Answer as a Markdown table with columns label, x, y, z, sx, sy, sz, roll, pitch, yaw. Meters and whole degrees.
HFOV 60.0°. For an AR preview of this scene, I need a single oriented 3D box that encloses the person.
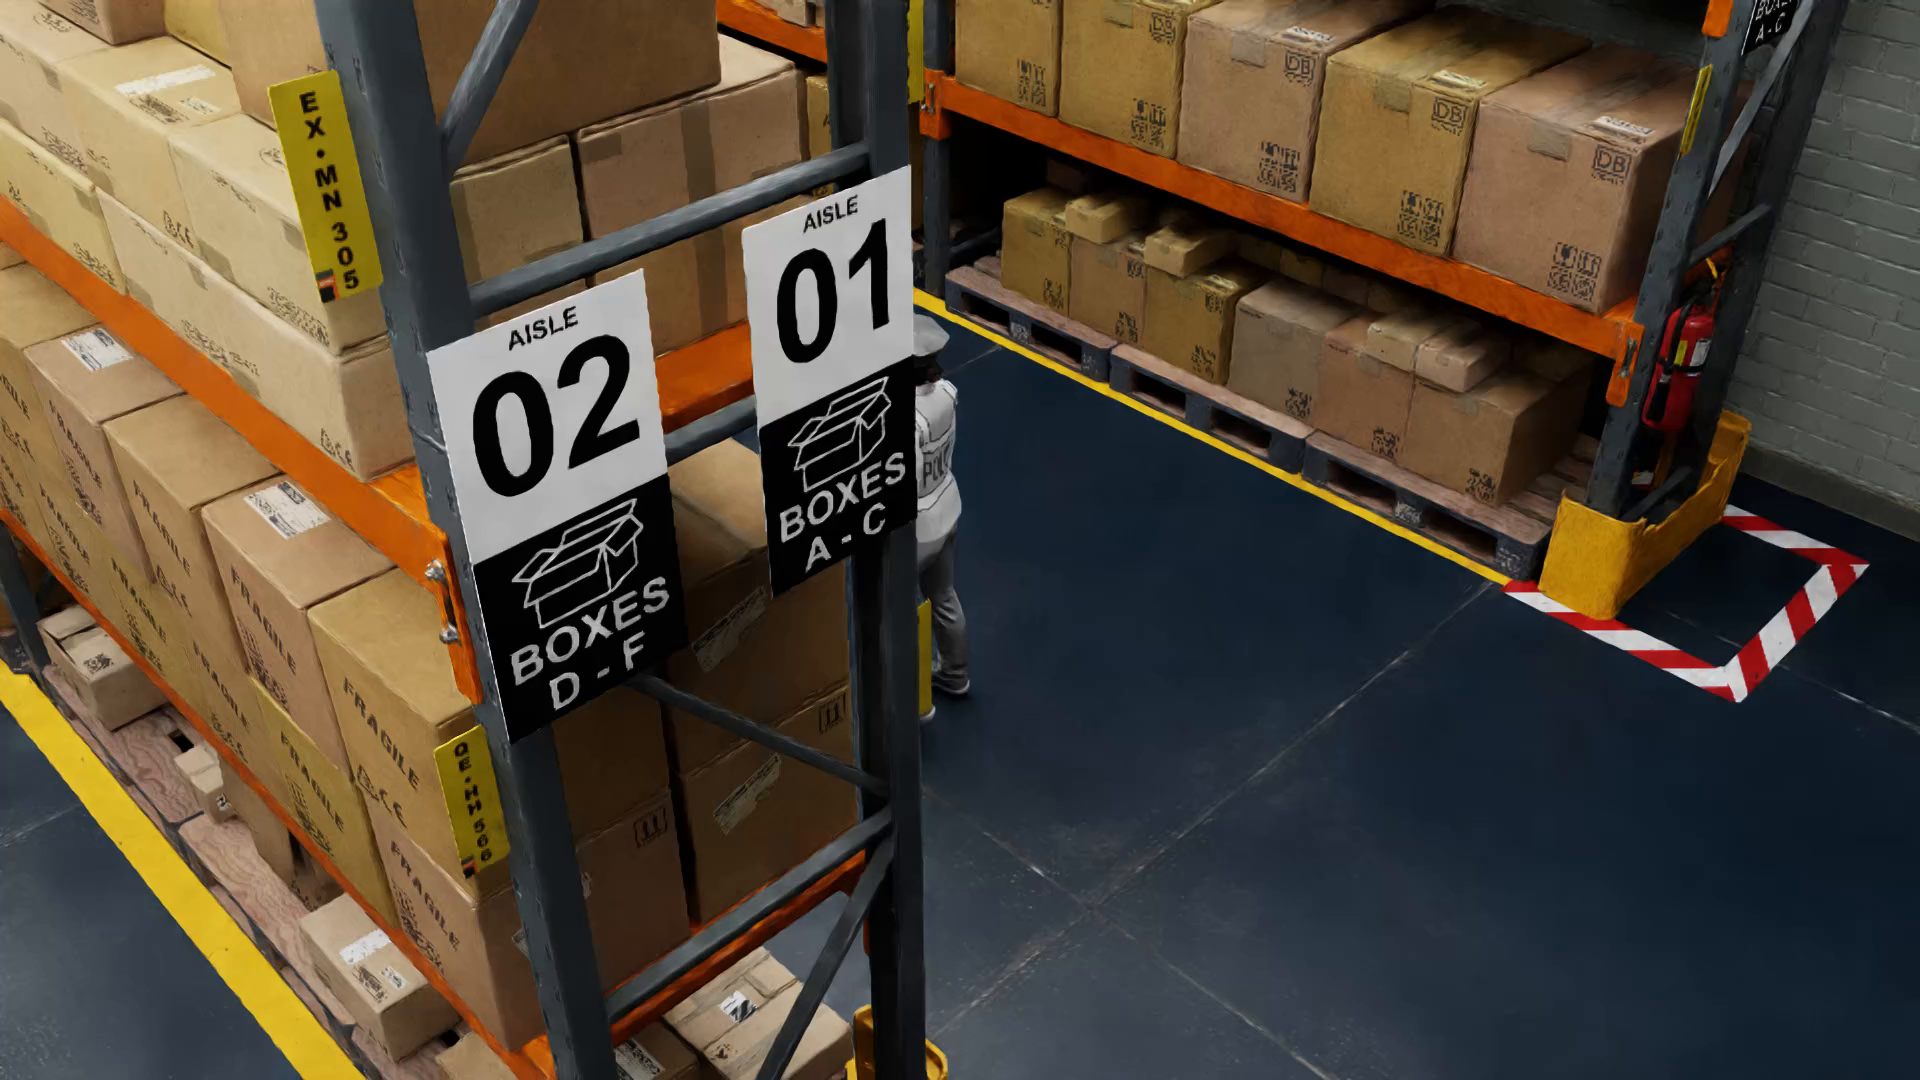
| label | x | y | z | sx | sy | sz | roll | pitch | yaw |
| --- | --- | --- | --- | --- | --- | --- | --- | --- | --- |
| person | -0.171 | -0.043 | 6.166 | 0.360 | 1.674 | 0.560 | 13 | 38 | 17 |
